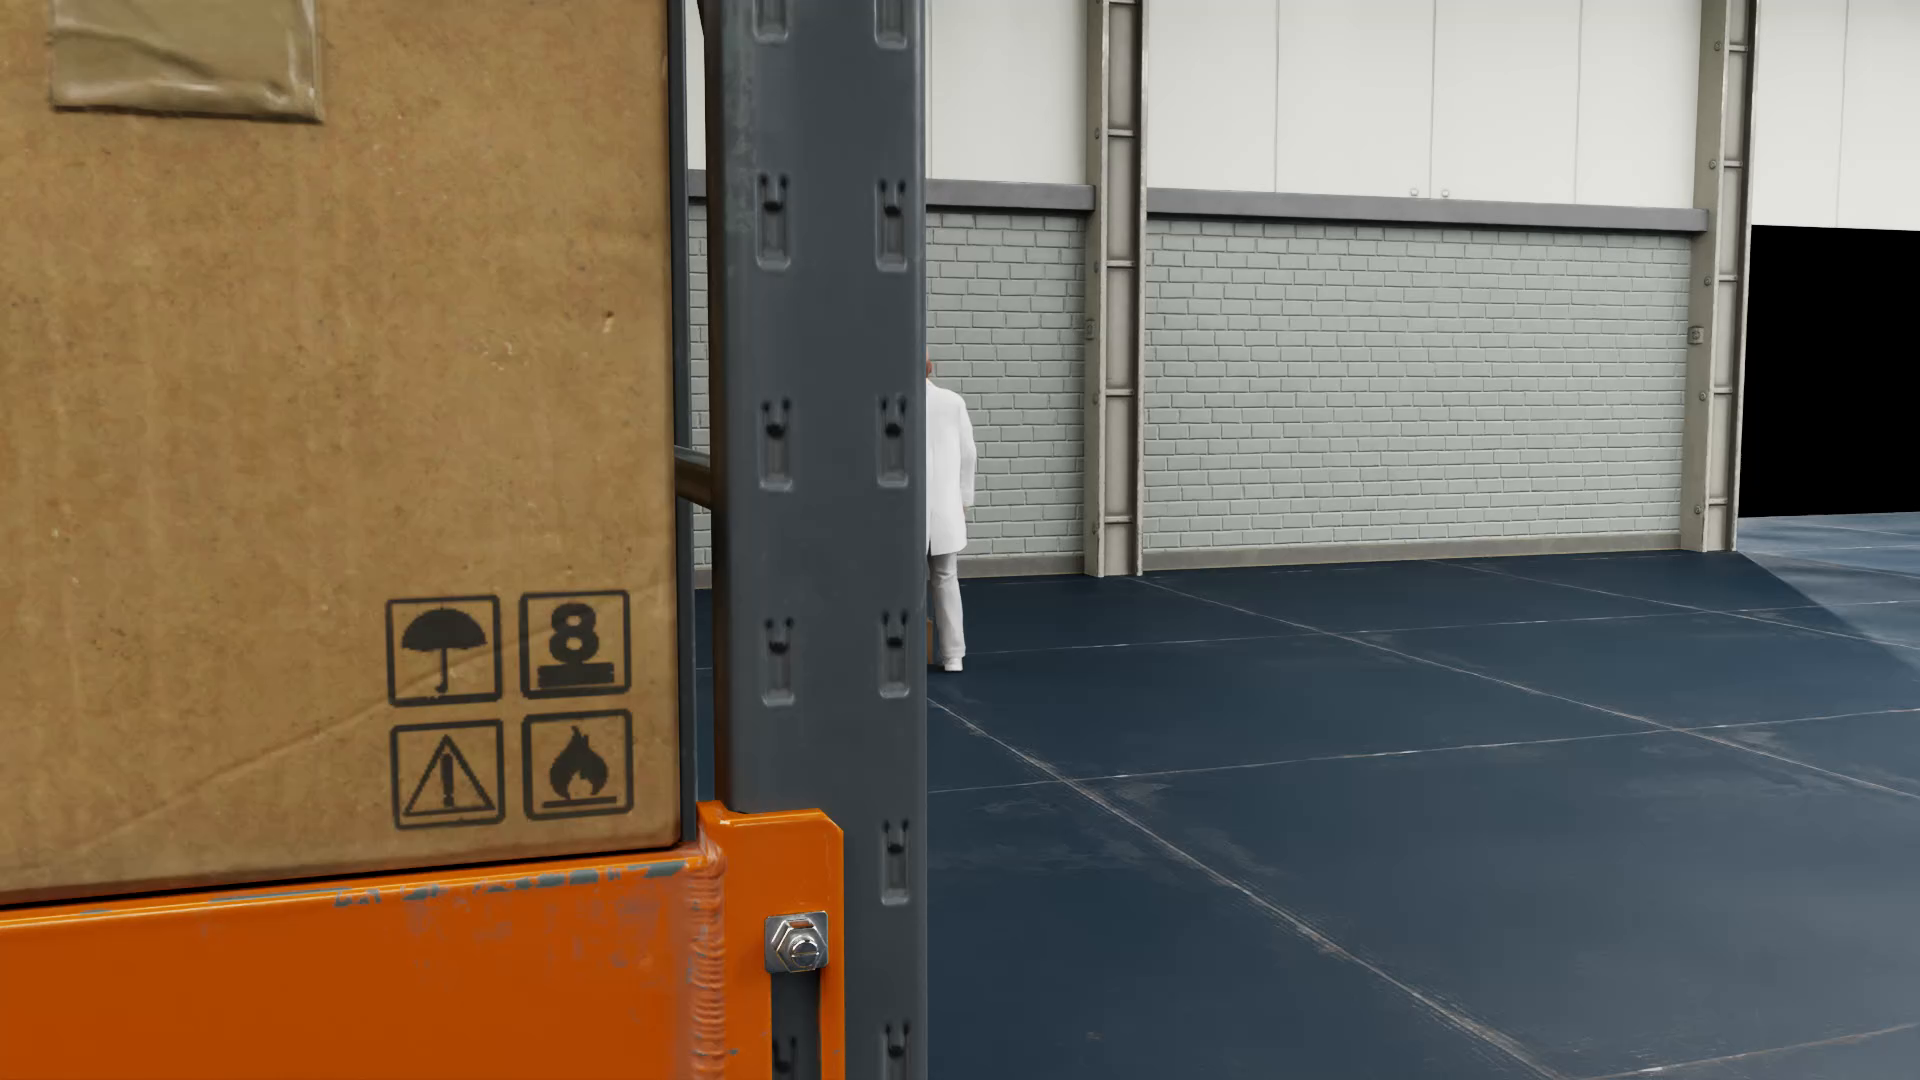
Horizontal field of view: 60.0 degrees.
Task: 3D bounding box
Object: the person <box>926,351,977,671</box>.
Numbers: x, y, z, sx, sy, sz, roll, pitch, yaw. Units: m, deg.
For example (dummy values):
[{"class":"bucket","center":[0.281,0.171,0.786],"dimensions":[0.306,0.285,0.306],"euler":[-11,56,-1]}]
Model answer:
[{"class":"person","center":[-0.217,-0.171,8.999],"dimensions":[0.625,1.774,0.427],"euler":[-2,6,-21]}]
